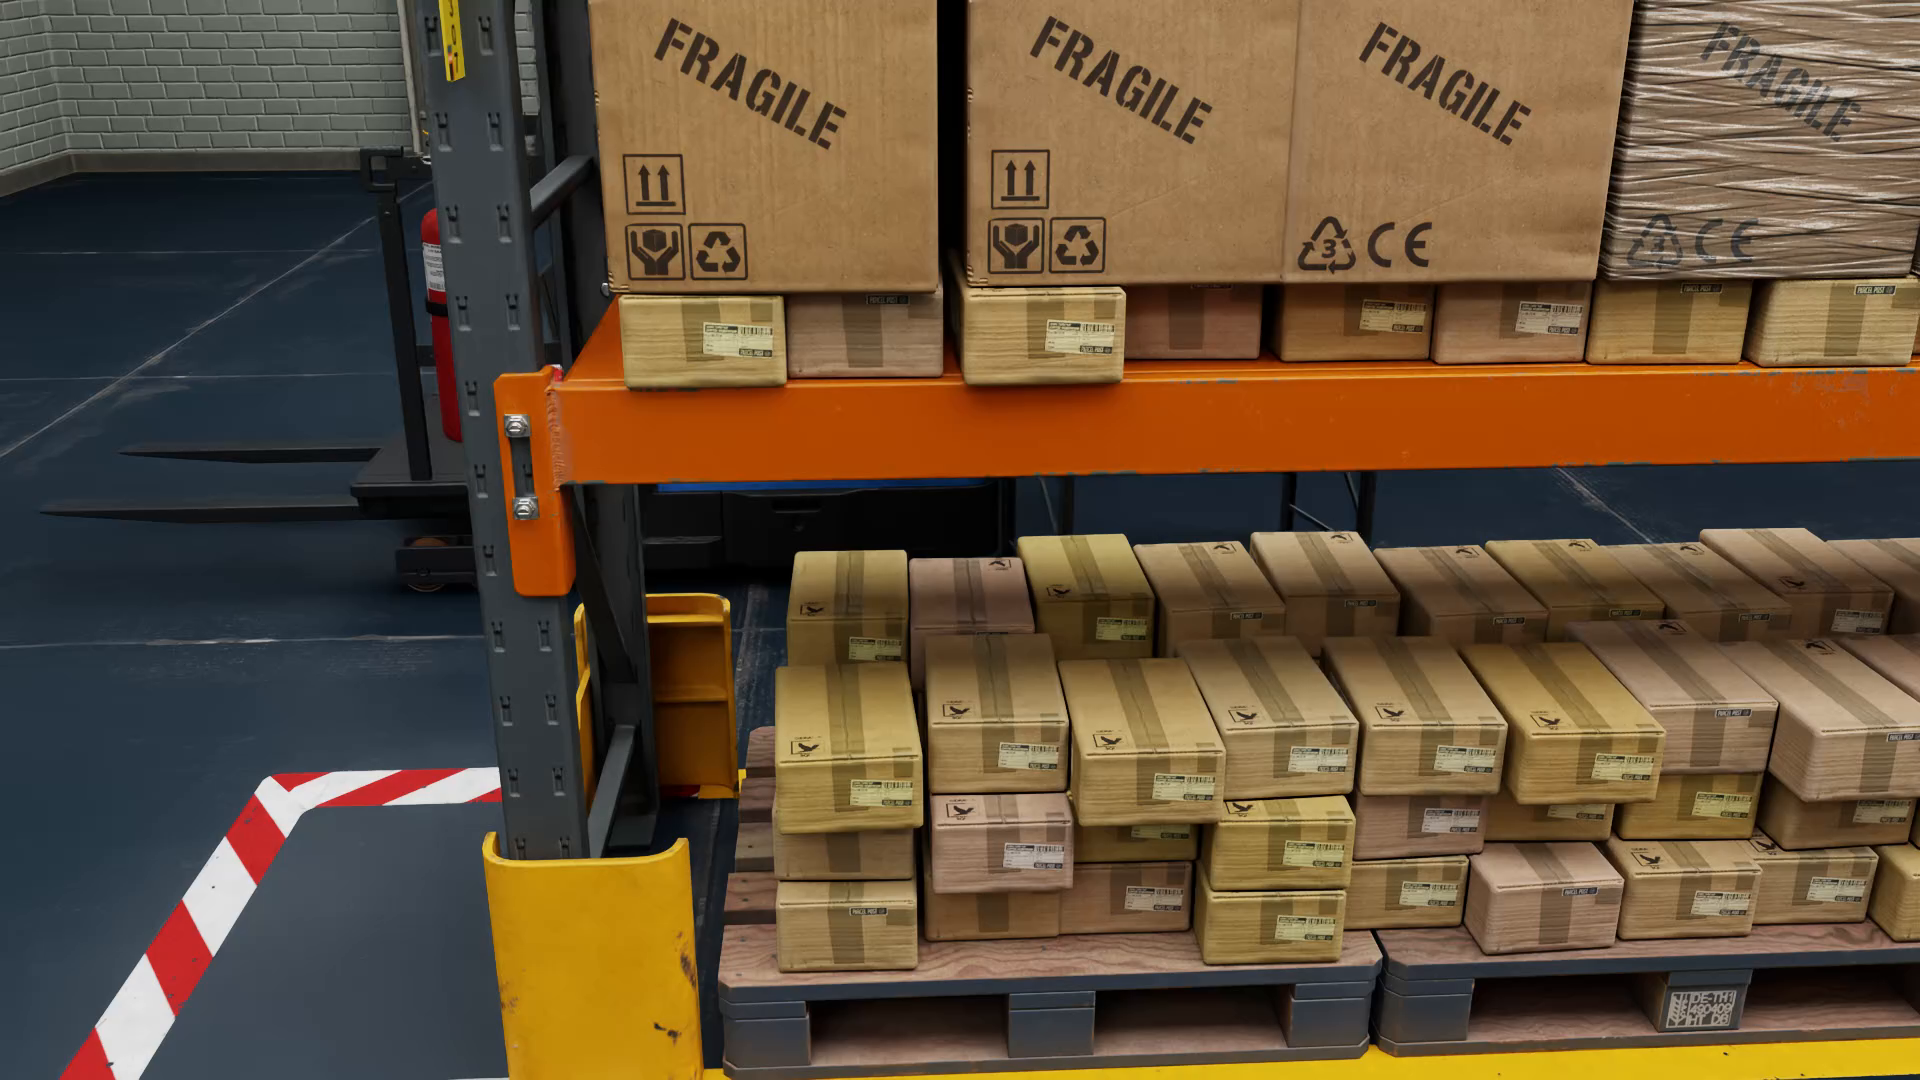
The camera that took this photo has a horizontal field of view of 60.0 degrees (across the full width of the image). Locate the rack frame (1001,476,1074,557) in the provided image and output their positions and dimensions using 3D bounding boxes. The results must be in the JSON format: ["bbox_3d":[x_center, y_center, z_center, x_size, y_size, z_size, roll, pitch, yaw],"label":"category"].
[{"bbox_3d":[0.231,-0.523,4.886,0.032,1.500,0.500,-7,22,-18],"label":"rack frame"}]

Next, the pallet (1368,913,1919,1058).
[{"bbox_3d":[1.355,0.676,3.550,1.213,0.211,1.003,-1,21,-3],"label":"pallet"}]

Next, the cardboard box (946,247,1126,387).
[{"bbox_3d":[0.116,-0.378,2.750,0.250,0.149,0.380,-2,21,-5],"label":"cardboard box"}]

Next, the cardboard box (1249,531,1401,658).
[{"bbox_3d":[0.797,0.116,3.682,0.250,0.149,0.380,0,21,-1],"label":"cardboard box"}]

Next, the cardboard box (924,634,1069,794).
[{"bbox_3d":[0.062,0.321,3.142,0.250,0.149,0.380,-1,21,-2],"label":"cardboard box"}]

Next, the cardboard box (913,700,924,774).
[{"bbox_3d":[0.015,0.412,3.741,0.250,0.149,0.380,-1,21,-1],"label":"cardboard box"}]

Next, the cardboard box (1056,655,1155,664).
[{"bbox_3d":[0.280,0.275,3.681,0.250,0.149,0.380,-2,21,-5],"label":"cardboard box"}]

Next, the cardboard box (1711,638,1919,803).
[{"bbox_3d":[1.606,0.331,3.117,0.250,0.149,0.380,-2,21,-5],"label":"cardboard box"}]

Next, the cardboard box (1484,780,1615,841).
[{"bbox_3d":[1.095,0.431,3.271,0.250,0.149,0.380,0,21,0],"label":"cardboard box"}]

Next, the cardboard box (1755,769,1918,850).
[{"bbox_3d":[1.634,0.439,3.251,0.250,0.149,0.380,-2,21,-6],"label":"cardboard box"}]

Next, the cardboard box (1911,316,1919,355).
[{"bbox_3d":[1.666,-0.446,2.931,0.250,0.149,0.380,-1,21,-4],"label":"cardboard box"}]

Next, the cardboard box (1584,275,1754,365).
[{"bbox_3d":[1.147,-0.421,2.864,0.250,0.149,0.380,0,21,-1],"label":"cardboard box"}]

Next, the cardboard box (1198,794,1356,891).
[{"bbox_3d":[0.567,0.491,3.115,0.250,0.149,0.380,-1,21,-1],"label":"cardboard box"}]

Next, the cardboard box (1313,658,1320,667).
[{"bbox_3d":[0.796,0.260,3.720,0.250,0.149,0.380,-1,21,-2],"label":"cardboard box"}]

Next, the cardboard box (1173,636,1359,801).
[{"bbox_3d":[0.563,0.327,3.126,0.250,0.149,0.380,-2,21,-6],"label":"cardboard box"}]

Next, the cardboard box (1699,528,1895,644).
[{"bbox_3d":[1.842,0.108,3.701,0.250,0.149,0.380,-1,21,-2],"label":"cardboard box"}]

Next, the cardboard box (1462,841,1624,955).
[{"bbox_3d":[1.061,0.619,3.195,0.250,0.149,0.380,-2,21,-6],"label":"cardboard box"}]

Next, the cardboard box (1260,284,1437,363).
[{"bbox_3d":[0.639,-0.428,2.883,0.250,0.149,0.380,-1,21,-4],"label":"cardboard box"}]

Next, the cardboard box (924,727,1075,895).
[{"bbox_3d":[0.065,0.494,3.107,0.250,0.149,0.380,-1,21,-3],"label":"cardboard box"}]

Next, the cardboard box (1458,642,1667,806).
[{"bbox_3d":[1.106,0.336,3.104,0.250,0.149,0.380,-1,21,-2],"label":"cardboard box"}]

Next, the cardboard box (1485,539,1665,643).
[{"bbox_3d":[1.327,0.134,3.633,0.250,0.149,0.380,-1,21,-3],"label":"cardboard box"}]

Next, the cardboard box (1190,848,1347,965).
[{"bbox_3d":[0.558,0.633,3.160,0.250,0.149,0.380,-1,21,-2],"label":"cardboard box"}]

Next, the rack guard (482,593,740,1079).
[{"bbox_3d":[-0.673,0.568,3.426,0.348,0.500,1.175,-1,21,-3],"label":"rack guard"}]

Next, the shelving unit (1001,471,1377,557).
[{"bbox_3d":[0.709,-0.583,5.045,1.048,1.500,0.538,-7,22,-18],"label":"shelving unit"}]

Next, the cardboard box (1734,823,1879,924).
[{"bbox_3d":[1.574,0.588,3.278,0.250,0.149,0.380,-1,21,-2],"label":"cardboard box"}]

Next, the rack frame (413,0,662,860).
[{"bbox_3d":[-0.749,-0.598,2.977,0.127,3.000,1.000,-1,21,-3],"label":"rack frame"}]

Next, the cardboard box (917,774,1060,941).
[{"bbox_3d":[0.049,0.606,3.229,0.250,0.149,0.380,-1,21,-3],"label":"cardboard box"}]

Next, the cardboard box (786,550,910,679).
[{"bbox_3d":[-0.235,0.159,3.569,0.250,0.149,0.380,-1,21,-2],"label":"cardboard box"}]

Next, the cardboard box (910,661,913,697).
[{"bbox_3d":[-0.239,0.286,3.651,0.250,0.149,0.380,-2,21,-5],"label":"cardboard box"}]

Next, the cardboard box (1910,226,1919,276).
[{"bbox_3d":[1.762,-0.736,2.779,0.500,0.500,0.500,-1,21,-3],"label":"cardboard box"}]

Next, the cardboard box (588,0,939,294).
[{"bbox_3d":[-0.285,-0.695,2.673,0.500,0.500,0.500,0,21,0],"label":"cardboard box"}]

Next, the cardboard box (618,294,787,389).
[{"bbox_3d":[-0.407,-0.371,2.733,0.250,0.149,0.380,-1,21,-3],"label":"cardboard box"}]

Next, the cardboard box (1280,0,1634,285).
[{"bbox_3d":[0.737,-0.721,2.739,0.500,0.500,0.500,-1,21,-2],"label":"cardboard box"}]

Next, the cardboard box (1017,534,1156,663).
[{"bbox_3d":[0.270,0.124,3.661,0.250,0.149,0.380,-2,21,-4],"label":"cardboard box"}]

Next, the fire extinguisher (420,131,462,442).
[{"bbox_3d":[-1.027,-0.547,3.474,0.183,0.674,0.296,-1,21,-3],"label":"fire extinguisher"}]

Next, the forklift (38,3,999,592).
[{"bbox_3d":[-1.413,-1.401,5.181,3.031,2.935,1.130,-1,21,-3],"label":"forklift"}]
